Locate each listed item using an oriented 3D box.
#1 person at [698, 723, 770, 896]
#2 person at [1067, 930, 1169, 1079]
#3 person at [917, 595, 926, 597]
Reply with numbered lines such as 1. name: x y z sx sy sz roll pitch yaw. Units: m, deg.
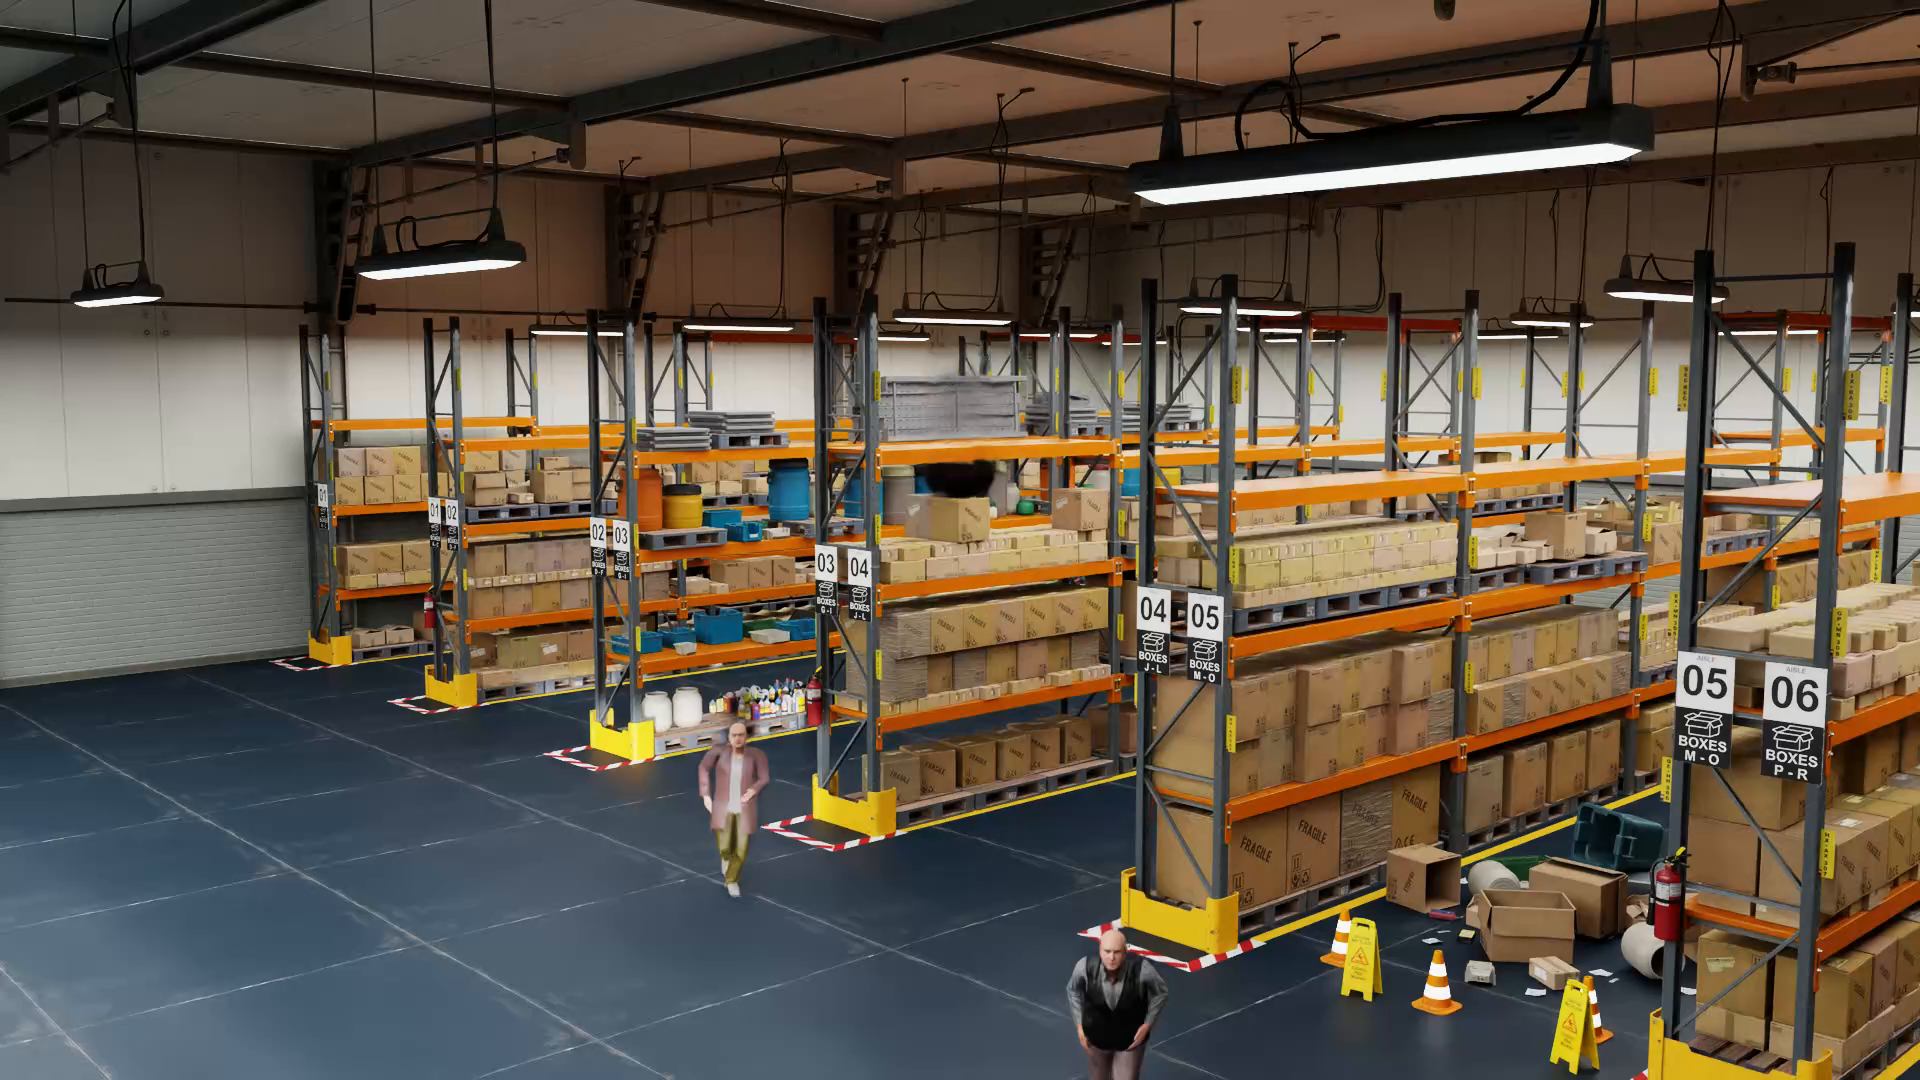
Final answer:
1. person: -2.225 2.656 16.415 0.702 1.731 0.672 -1 6 -8
2. person: 1.028 3.271 10.882 0.661 1.674 0.869 1 6 6
3. person: -0.772 1.443 29.928 0.612 1.428 0.554 4 7 36
